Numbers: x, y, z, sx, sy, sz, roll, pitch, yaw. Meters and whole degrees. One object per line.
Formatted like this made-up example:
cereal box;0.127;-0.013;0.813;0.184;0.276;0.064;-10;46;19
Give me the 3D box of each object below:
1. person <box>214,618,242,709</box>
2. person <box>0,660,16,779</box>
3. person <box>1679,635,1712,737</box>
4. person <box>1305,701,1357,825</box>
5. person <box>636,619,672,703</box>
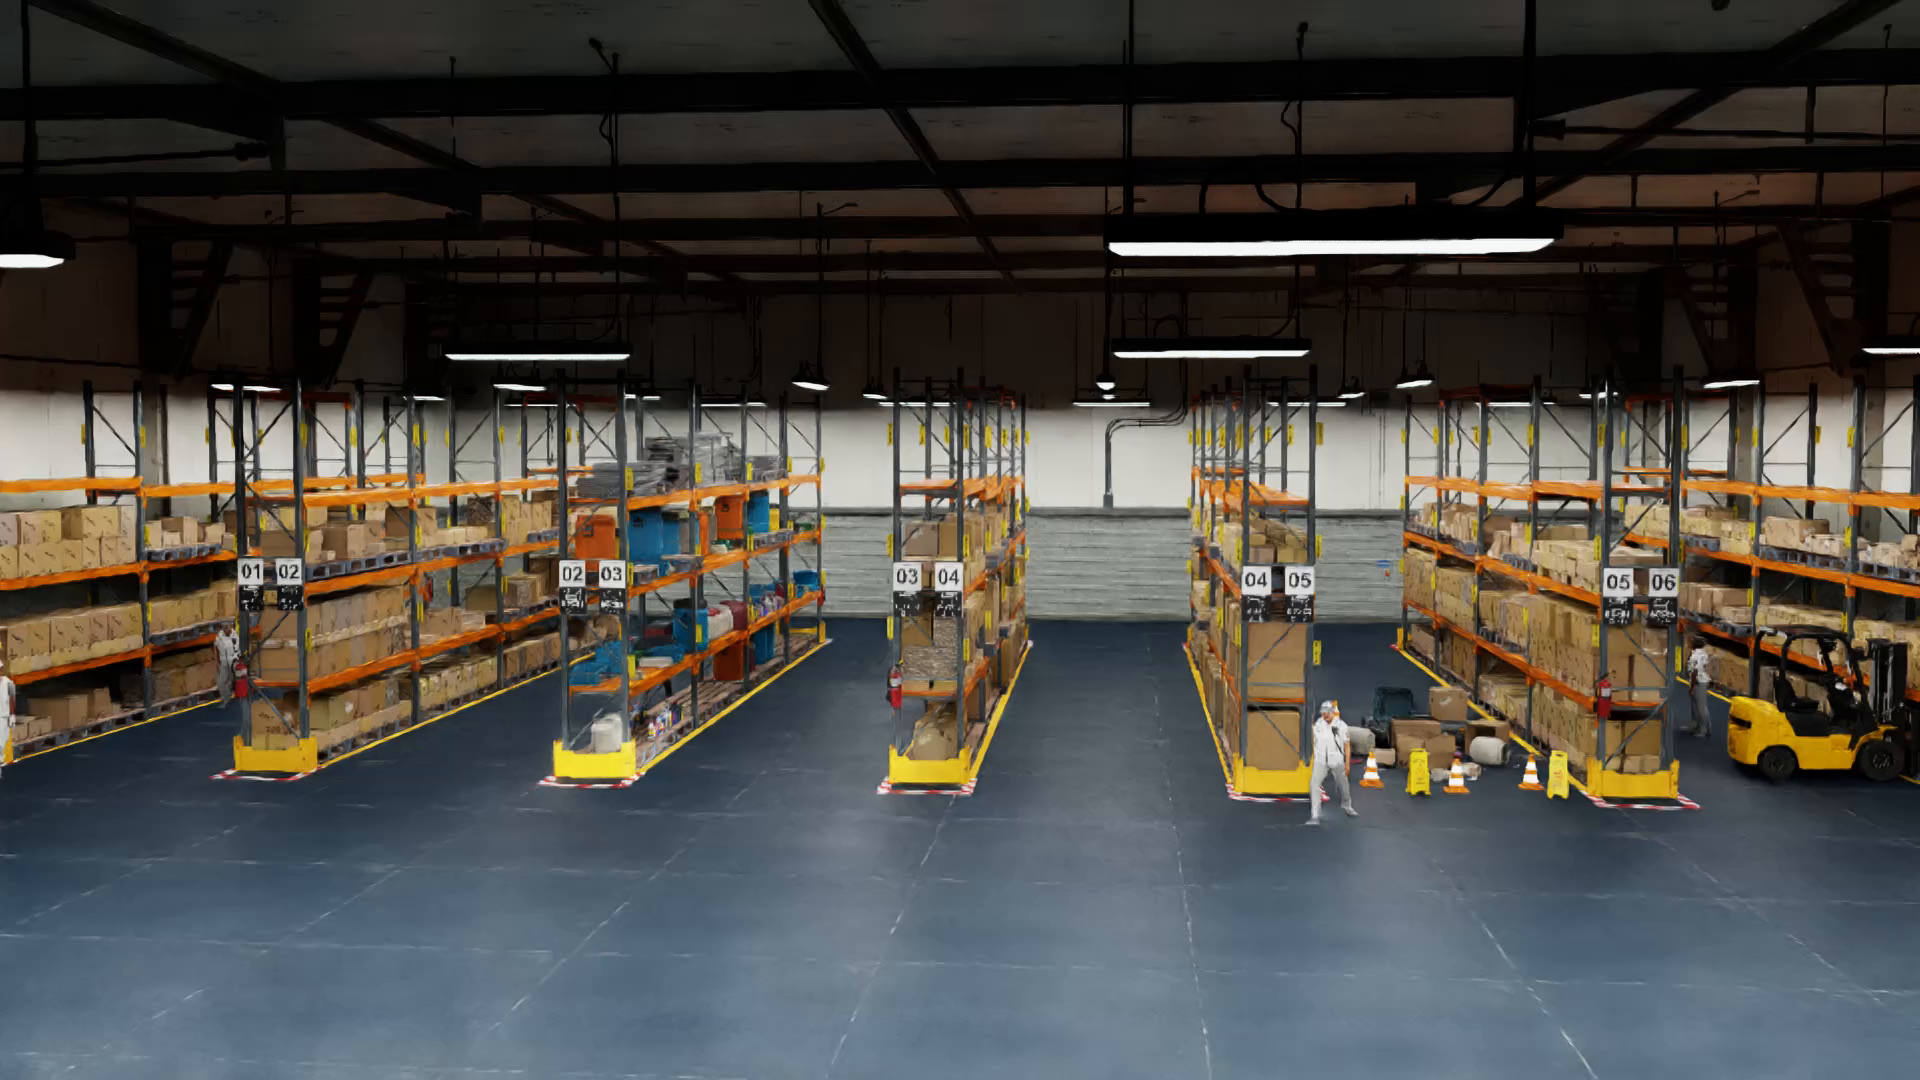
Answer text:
person;-13.358;2.255;30.507;0.682;1.715;0.542;0;4;3
person;-14.148;2.606;24.336;0.586;1.778;0.574;-2;4;-30
person;12.347;2.425;27.874;0.545;1.664;0.574;2;4;35
person;4.833;2.858;21.568;0.534;1.598;0.935;2;4;26
person;-5.692;2.309;31.141;0.443;1.487;0.992;1;4;14
